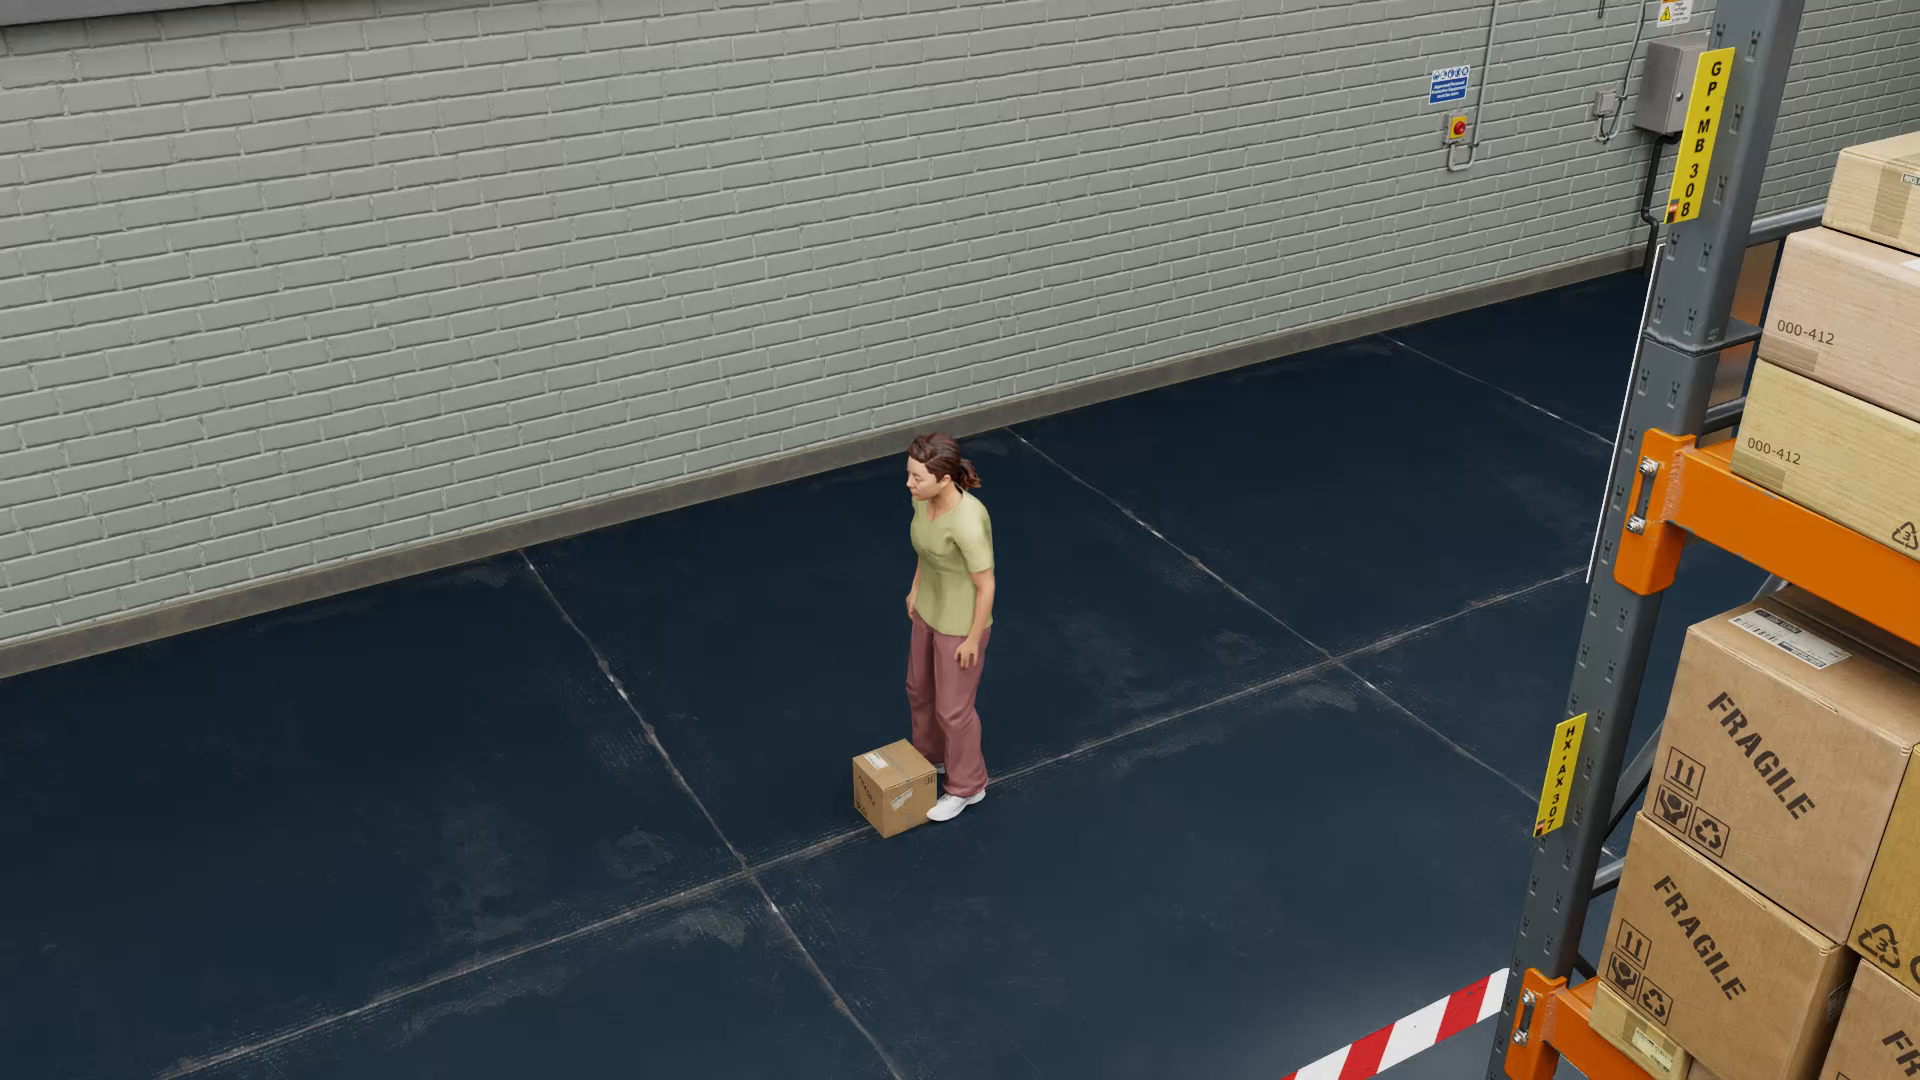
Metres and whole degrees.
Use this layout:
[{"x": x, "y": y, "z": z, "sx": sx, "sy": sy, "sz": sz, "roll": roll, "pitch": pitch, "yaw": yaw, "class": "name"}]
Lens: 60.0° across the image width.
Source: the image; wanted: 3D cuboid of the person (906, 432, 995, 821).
[{"x": -0.060, "y": 0.323, "z": 6.547, "sx": 0.356, "sy": 1.673, "sz": 0.499, "roll": -16, "pitch": 33, "yaw": -26, "class": "person"}]
